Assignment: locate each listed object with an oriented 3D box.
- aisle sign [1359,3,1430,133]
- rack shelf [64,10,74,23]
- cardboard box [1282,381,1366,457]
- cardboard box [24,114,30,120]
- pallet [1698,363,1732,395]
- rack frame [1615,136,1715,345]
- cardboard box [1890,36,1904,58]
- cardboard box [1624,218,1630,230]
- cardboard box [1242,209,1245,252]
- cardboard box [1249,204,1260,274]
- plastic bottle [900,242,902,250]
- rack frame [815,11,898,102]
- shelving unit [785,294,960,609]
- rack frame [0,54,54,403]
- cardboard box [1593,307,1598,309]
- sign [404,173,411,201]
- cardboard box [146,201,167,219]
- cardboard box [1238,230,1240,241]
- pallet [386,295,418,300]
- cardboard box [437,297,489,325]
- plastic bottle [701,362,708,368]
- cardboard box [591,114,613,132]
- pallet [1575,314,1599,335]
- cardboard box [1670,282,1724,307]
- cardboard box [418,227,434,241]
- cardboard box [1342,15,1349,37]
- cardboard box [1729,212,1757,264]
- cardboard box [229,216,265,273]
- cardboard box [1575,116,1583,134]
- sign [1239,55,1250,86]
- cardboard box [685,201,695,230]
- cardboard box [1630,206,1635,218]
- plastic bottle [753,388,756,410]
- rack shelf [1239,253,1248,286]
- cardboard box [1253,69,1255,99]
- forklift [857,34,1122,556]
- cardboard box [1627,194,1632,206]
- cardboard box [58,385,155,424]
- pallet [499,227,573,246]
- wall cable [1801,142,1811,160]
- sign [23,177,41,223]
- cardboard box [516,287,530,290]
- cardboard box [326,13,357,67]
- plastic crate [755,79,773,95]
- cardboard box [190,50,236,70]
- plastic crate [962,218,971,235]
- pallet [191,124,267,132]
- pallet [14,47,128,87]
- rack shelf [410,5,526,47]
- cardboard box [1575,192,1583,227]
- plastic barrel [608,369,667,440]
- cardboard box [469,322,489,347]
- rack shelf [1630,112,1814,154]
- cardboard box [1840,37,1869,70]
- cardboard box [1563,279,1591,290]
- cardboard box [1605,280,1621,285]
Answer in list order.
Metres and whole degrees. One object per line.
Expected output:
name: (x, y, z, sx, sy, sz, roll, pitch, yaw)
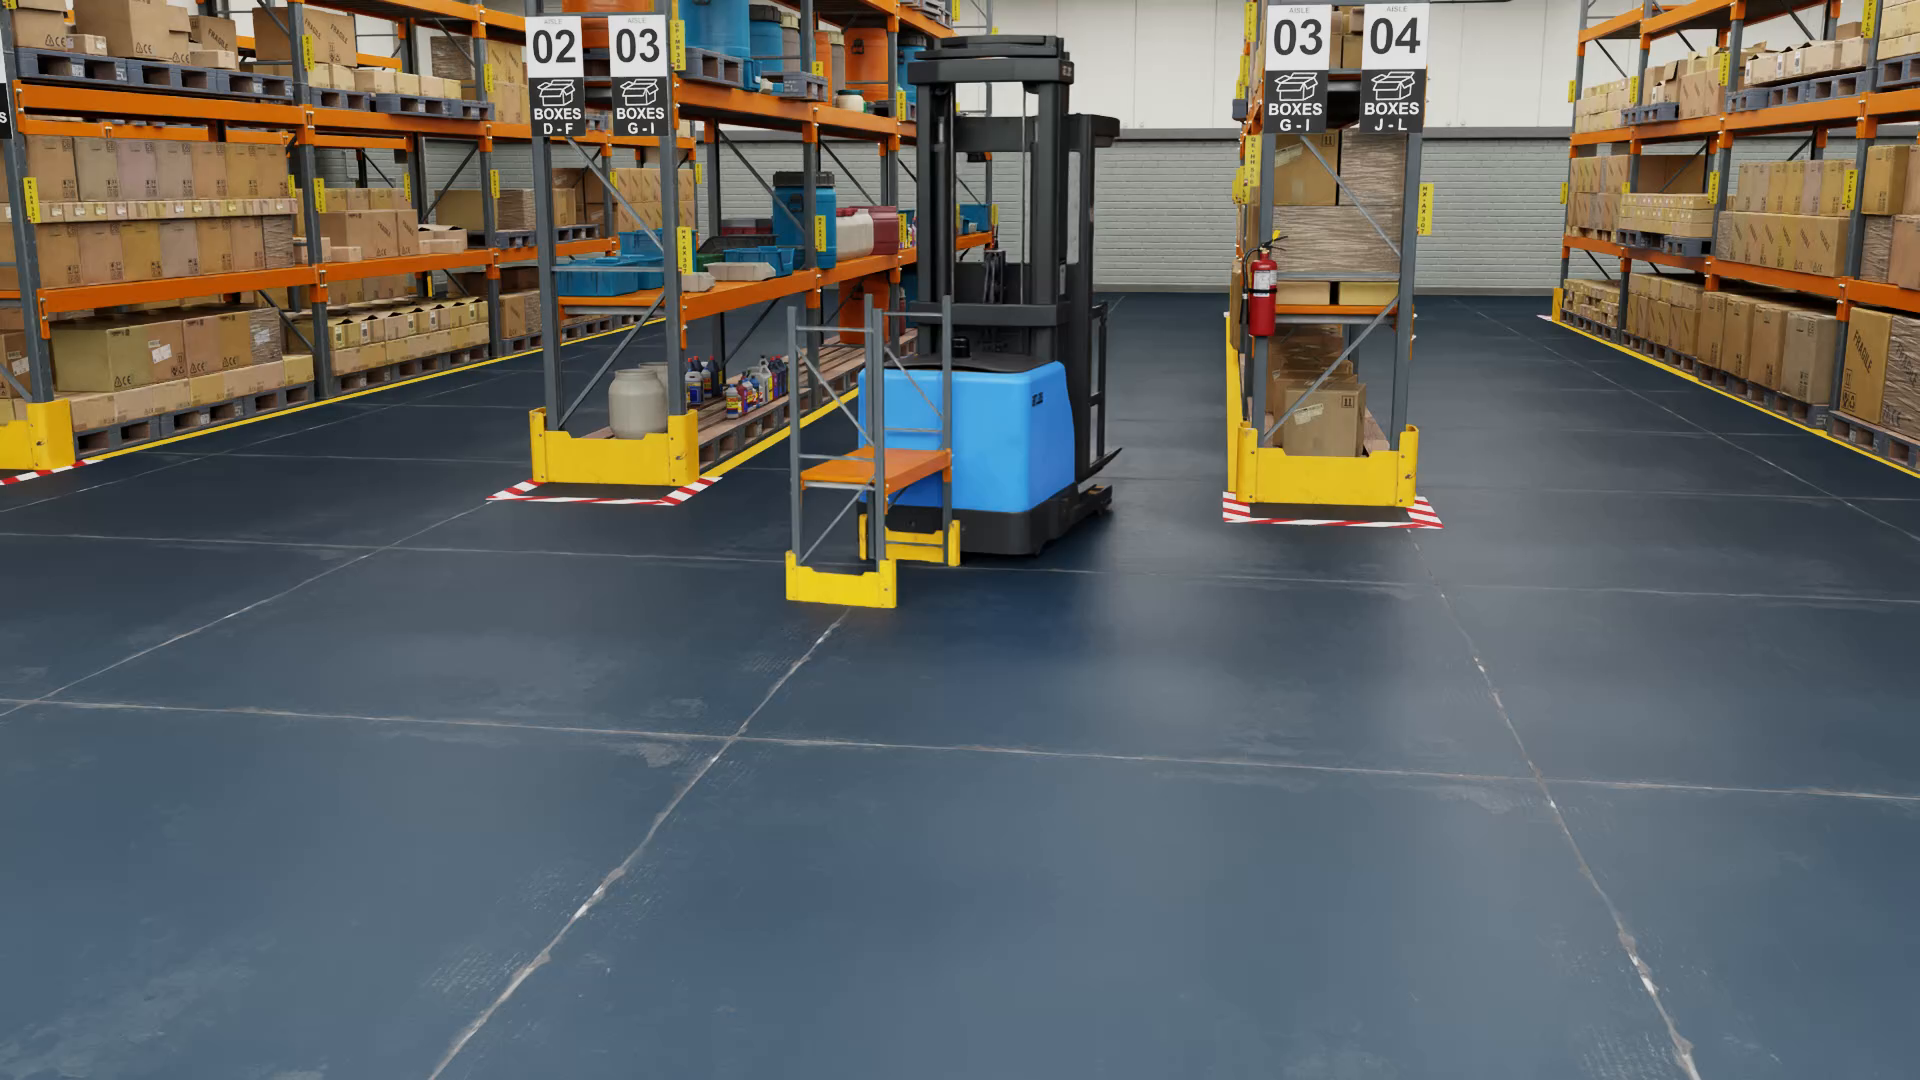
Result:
aisle sign: (2.736, -2.971, 10.487, 0.394, 0.787, 0.004, 2, 12, 9)
rack shelf: (-11.312, -5.838, 18.381, 1.077, 0.370, 4.000, 2, 12, 9)
cardboard box: (2.561, -0.835, 11.685, 0.500, 0.500, 0.500, 4, 13, 19)
cardboard box: (-11.295, -5.129, 19.260, 0.797, 0.503, 0.637, 4, 13, 17)
pallet: (8.369, -1.681, 17.293, 1.003, 0.211, 1.213, 2, 12, 9)
rack frame: (9.180, -4.039, 21.613, 1.000, 3.000, 0.127, 2, 12, 9)
cardboard box: (7.520, -3.852, 12.991, 0.380, 0.149, 0.250, 2, 12, 9)
cardboard box: (8.628, -3.996, 21.015, 0.380, 0.149, 0.250, 2, 12, 10)
cardboard box: (3.510, -3.547, 19.096, 0.500, 0.500, 0.500, 2, 12, 10)
cardboard box: (2.519, -2.138, 11.852, 0.875, 0.500, 0.500, 2, 12, 9)
plastic bottle: (-0.733, -3.638, 20.030, 0.061, 0.283, 0.133, 2, 12, 9)
rack frame: (-1.215, -6.481, 18.706, 1.000, 3.000, 0.127, 2, 12, 9)
shelving unit: (-0.447, -0.511, 8.803, 0.587, 1.500, 1.083, 4, 13, 18)
rack frame: (-7.339, -2.044, 12.358, 1.000, 3.000, 0.127, 2, 12, 9)
cardboard box: (9.169, -3.211, 23.541, 0.380, 0.149, 0.250, 2, 12, 10)
sign: (-6.646, -4.252, 20.045, 0.100, 0.325, 0.005, 2, 12, 9)
cardboard box: (-6.870, -2.753, 13.871, 0.380, 0.149, 0.250, 2, 12, 8)
cardboard box: (4.017, -4.172, 22.827, 0.380, 0.149, 0.250, 2, 12, 9)
pallet: (-9.819, -4.002, 28.064, 1.003, 0.211, 1.213, 2, 12, 9)
cardboard box: (-5.946, -2.728, 19.729, 0.500, 0.311, 0.500, 2, 12, 10)
plastic bottle: (-2.335, -1.479, 15.156, 0.152, 0.276, 0.135, 2, 12, 11)
cardboard box: (-5.174, -6.028, 24.082, 0.500, 0.250, 0.500, 2, 12, 9)
pallet: (9.433, -3.071, 23.743, 1.003, 0.211, 1.213, 2, 12, 9)
cardboard box: (8.477, -2.812, 19.079, 0.500, 0.250, 0.500, 2, 12, 9)
cardboard box: (-6.438, -3.486, 19.260, 0.500, 0.311, 0.500, 2, 12, 8)
cardboard box: (2.772, -3.468, 11.253, 0.380, 0.149, 0.250, 2, 12, 8)
cardboard box: (8.153, -3.064, 16.854, 0.500, 0.500, 0.500, 2, 12, 8)
cardboard box: (-6.861, -2.723, 15.272, 0.700, 0.500, 0.500, 2, 12, 8)
cardboard box: (9.473, -6.179, 24.782, 0.500, 0.250, 0.500, 2, 12, 11)
sign: (3.132, -5.165, 18.305, 0.100, 0.325, 0.005, 2, 12, 9)
cardboard box: (-4.678, -5.322, 27.329, 0.500, 0.500, 0.500, 2, 12, 10)
cardboard box: (8.587, -4.092, 20.753, 0.380, 0.149, 0.250, 2, 12, 10)
plastic bottle: (-1.775, -1.210, 14.086, 0.097, 0.201, 0.097, 0, 12, 0)
rack shelf: (3.371, -2.620, 16.737, 1.077, 0.370, 4.000, 2, 12, 9)
cardboard box: (2.742, -3.863, 14.033, 0.500, 0.250, 0.500, 1, 12, 6)
forklift: (0.362, -1.610, 10.507, 1.130, 2.935, 3.031, 4, 13, 18)
cardboard box: (8.628, -4.287, 20.951, 0.380, 0.149, 0.250, 2, 12, 10)
cardboard box: (-6.964, -1.114, 13.572, 0.500, 0.250, 0.500, 2, 12, 9)
pallet: (-5.814, -4.021, 21.985, 1.003, 0.211, 1.213, 2, 12, 9)
wall cable: (15.546, -6.418, 30.170, 0.585, 1.953, 0.123, 2, 12, 9)
sign: (-6.792, -2.487, 12.170, 0.100, 0.325, 0.005, 2, 12, 9)
cardboard box: (-6.042, -3.122, 22.249, 0.500, 0.500, 0.500, 1, 12, 7)
cardboard box: (-6.525, -5.088, 16.942, 0.500, 0.500, 0.500, 3, 13, 14)
plastic crate: (-1.678, -3.706, 13.574, 0.243, 0.136, 0.396, 2, 12, 9)
cardboard box: (-6.639, -4.234, 14.667, 0.380, 0.149, 0.250, 2, 12, 9)
plastic crate: (-0.047, -4.725, 25.054, 0.416, 0.233, 0.300, 2, 12, 9)
pallet: (-10.481, -5.882, 23.502, 0.805, 0.209, 1.217, 1, 12, 6)
pallet: (-7.205, -3.614, 12.731, 1.003, 0.211, 1.213, 2, 12, 9)
rack shelf: (-5.801, -6.511, 21.504, 1.077, 0.370, 4.000, 2, 12, 9)
cardboard box: (9.396, -4.869, 24.522, 0.500, 0.500, 0.500, 2, 12, 9)
plastic barrel: (-2.420, -1.011, 12.475, 0.421, 0.512, 0.421, 0, 12, 0)
cardboard box: (-5.949, -2.453, 19.786, 0.500, 0.250, 0.500, 2, 12, 10)
rack shelf: (8.872, -4.737, 19.441, 1.077, 0.370, 4.000, 2, 12, 9)
cardboard box: (7.900, -4.173, 14.237, 0.500, 0.250, 0.500, 2, 12, 9)
cardboard box: (9.379, -3.876, 25.215, 0.380, 0.149, 0.250, 1, 12, 6)
cardboard box: (9.868, -3.805, 24.887, 0.380, 0.149, 0.250, 2, 12, 10)
